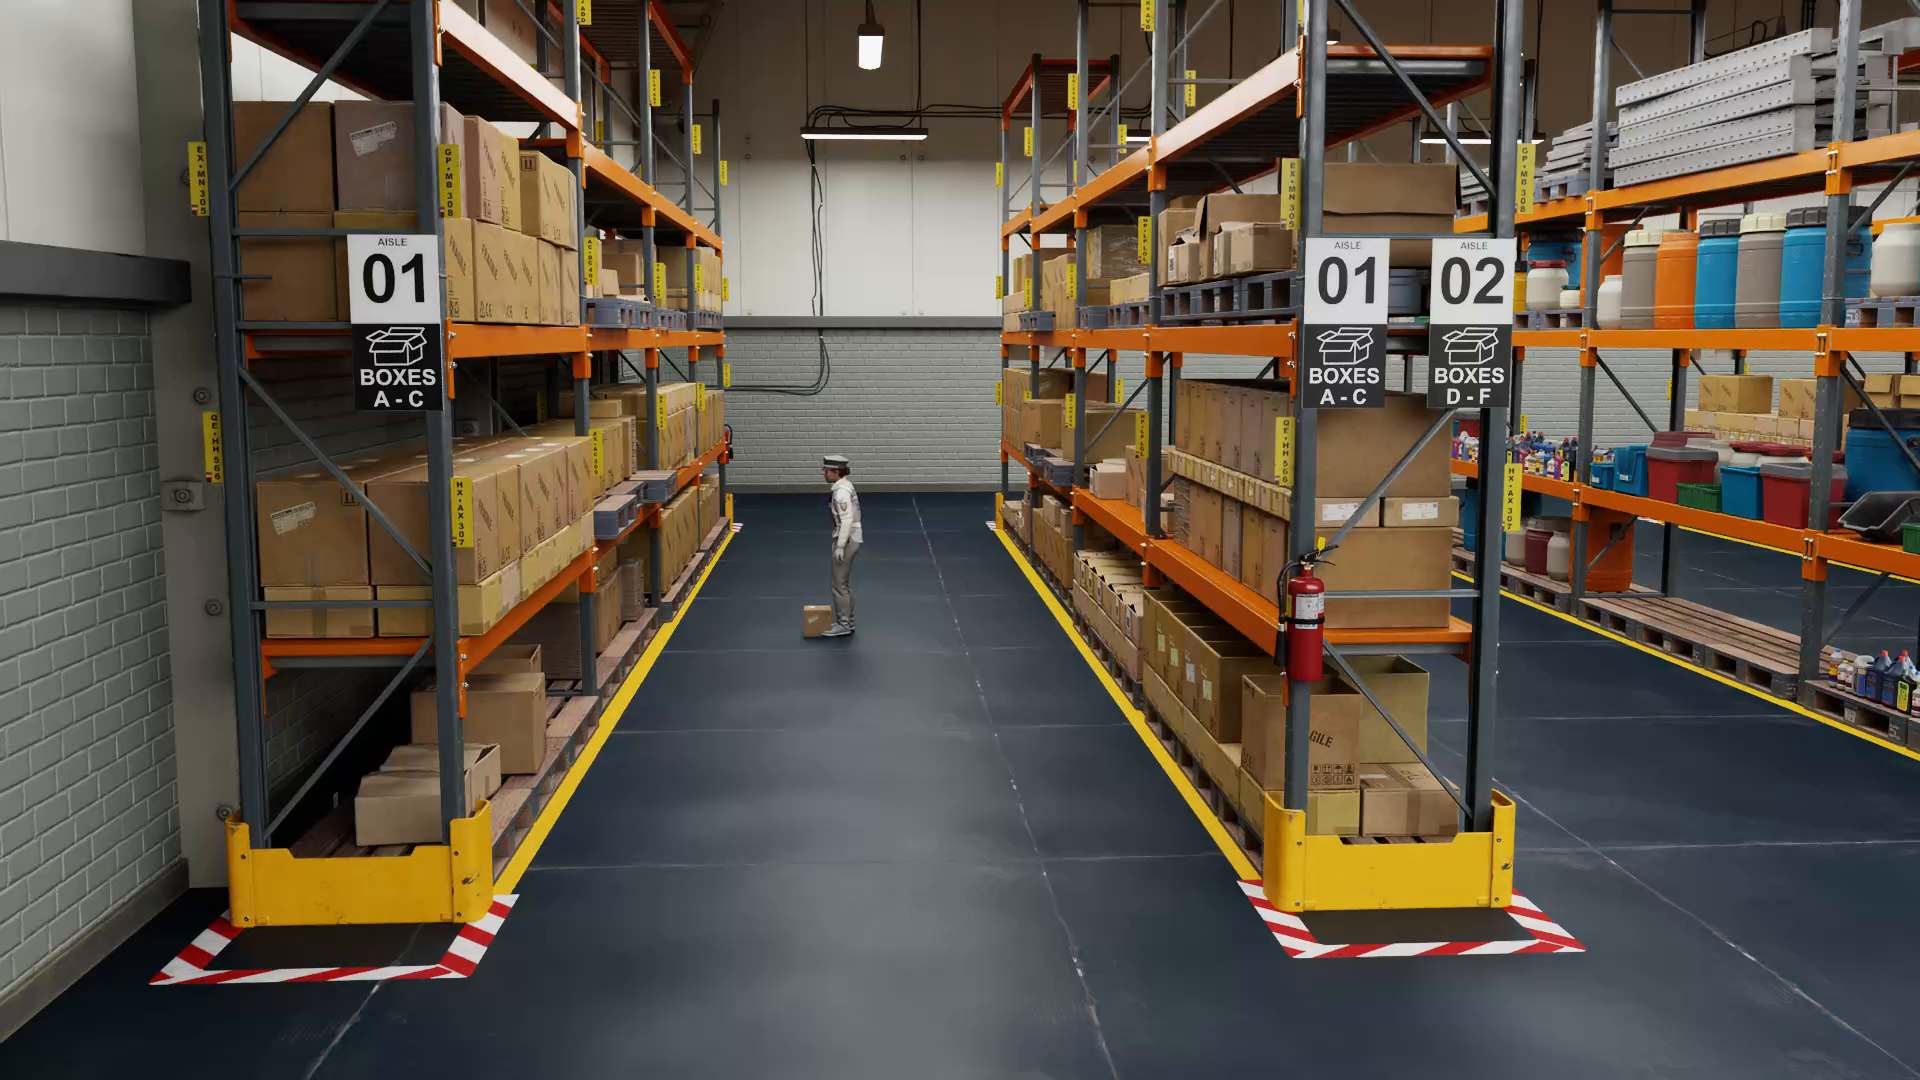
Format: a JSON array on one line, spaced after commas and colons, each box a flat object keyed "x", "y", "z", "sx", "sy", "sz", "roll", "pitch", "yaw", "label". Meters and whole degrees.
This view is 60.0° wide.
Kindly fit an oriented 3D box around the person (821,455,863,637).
[{"x": -1.099, "y": 0.048, "z": 15.347, "sx": 0.405, "sy": 1.663, "sz": 0.537, "roll": -1, "pitch": 7, "yaw": -5, "label": "person"}]
